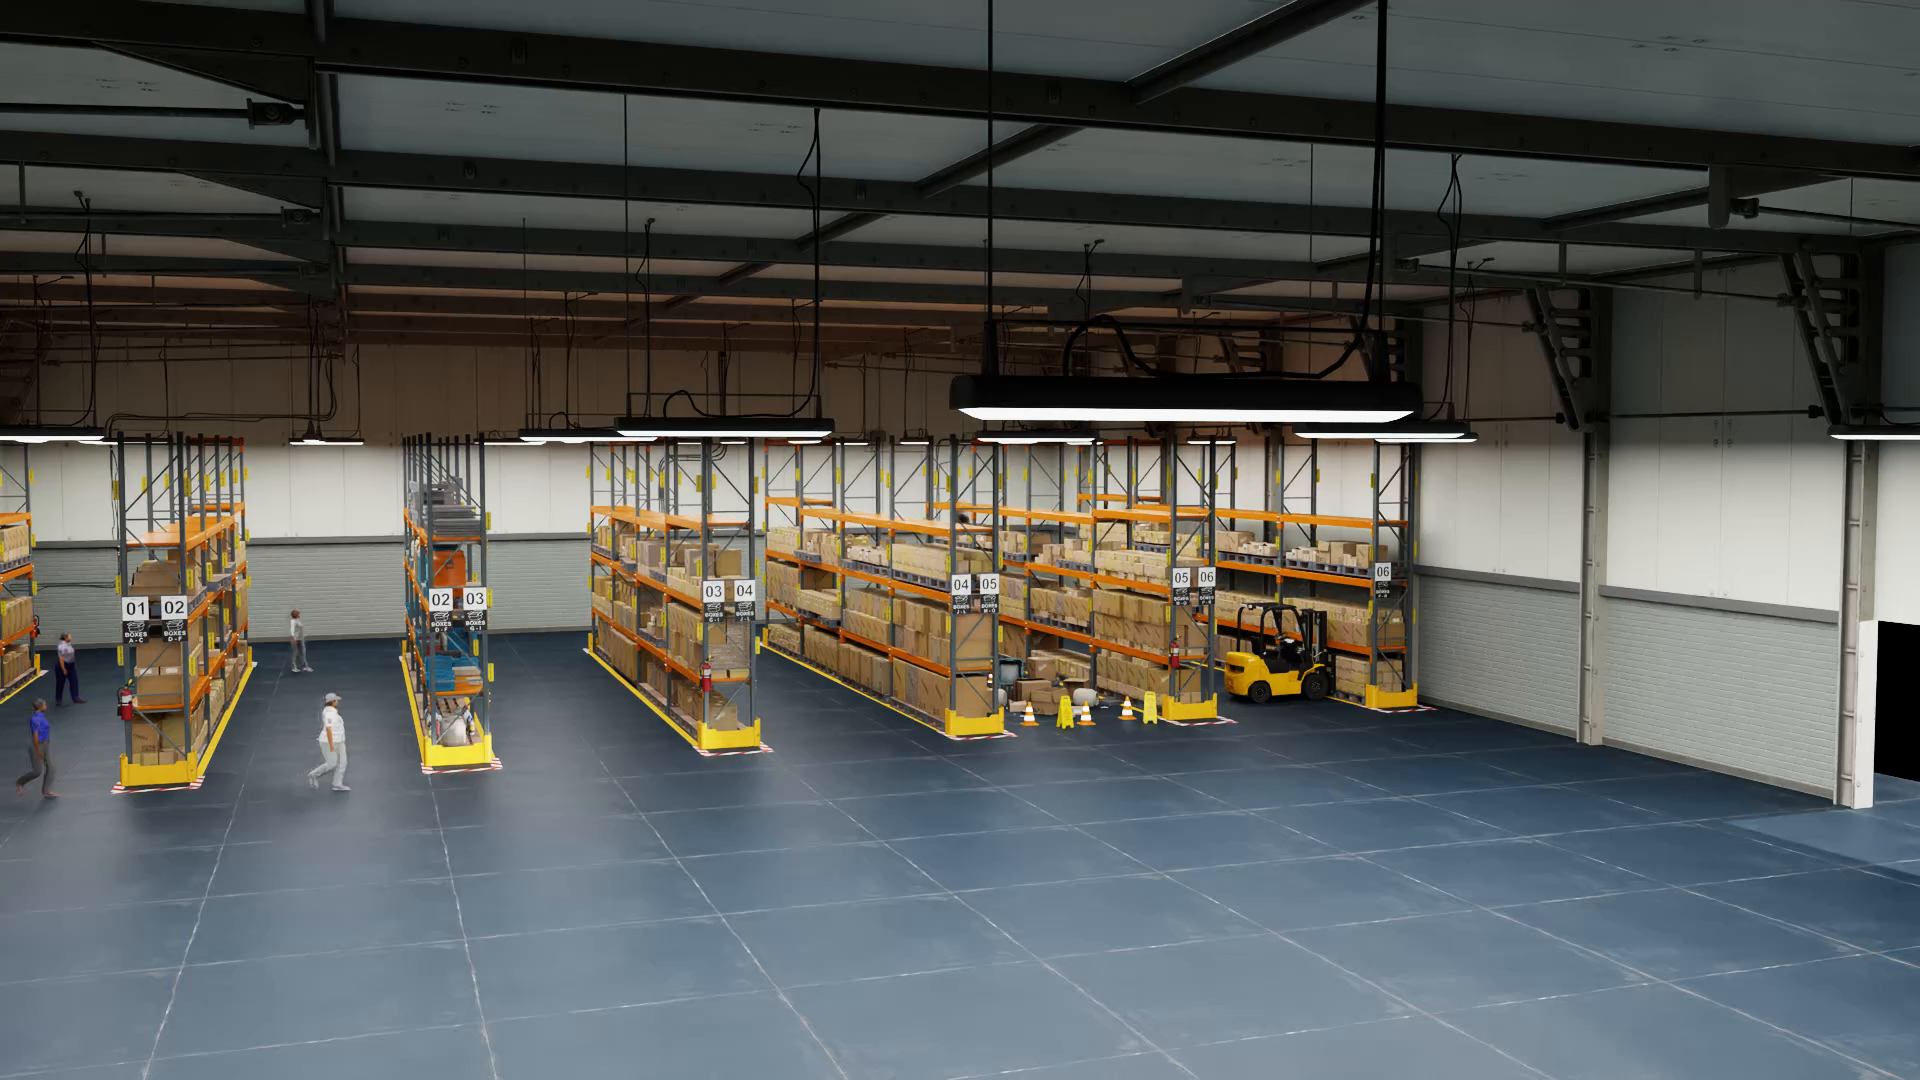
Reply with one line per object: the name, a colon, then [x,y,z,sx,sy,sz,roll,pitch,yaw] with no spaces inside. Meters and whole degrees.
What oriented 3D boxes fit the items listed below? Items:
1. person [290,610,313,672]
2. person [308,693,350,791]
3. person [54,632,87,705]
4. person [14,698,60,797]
person: [-16.897,2.591,42.567,0.499,1.575,0.491,1,3,18]
person: [-10.488,3.359,27.660,0.578,1.639,0.506,1,3,12]
person: [-19.904,2.855,37.059,0.595,1.632,0.529,1,3,12]
person: [-15.078,3.393,27.154,0.646,1.626,0.457,0,3,9]
